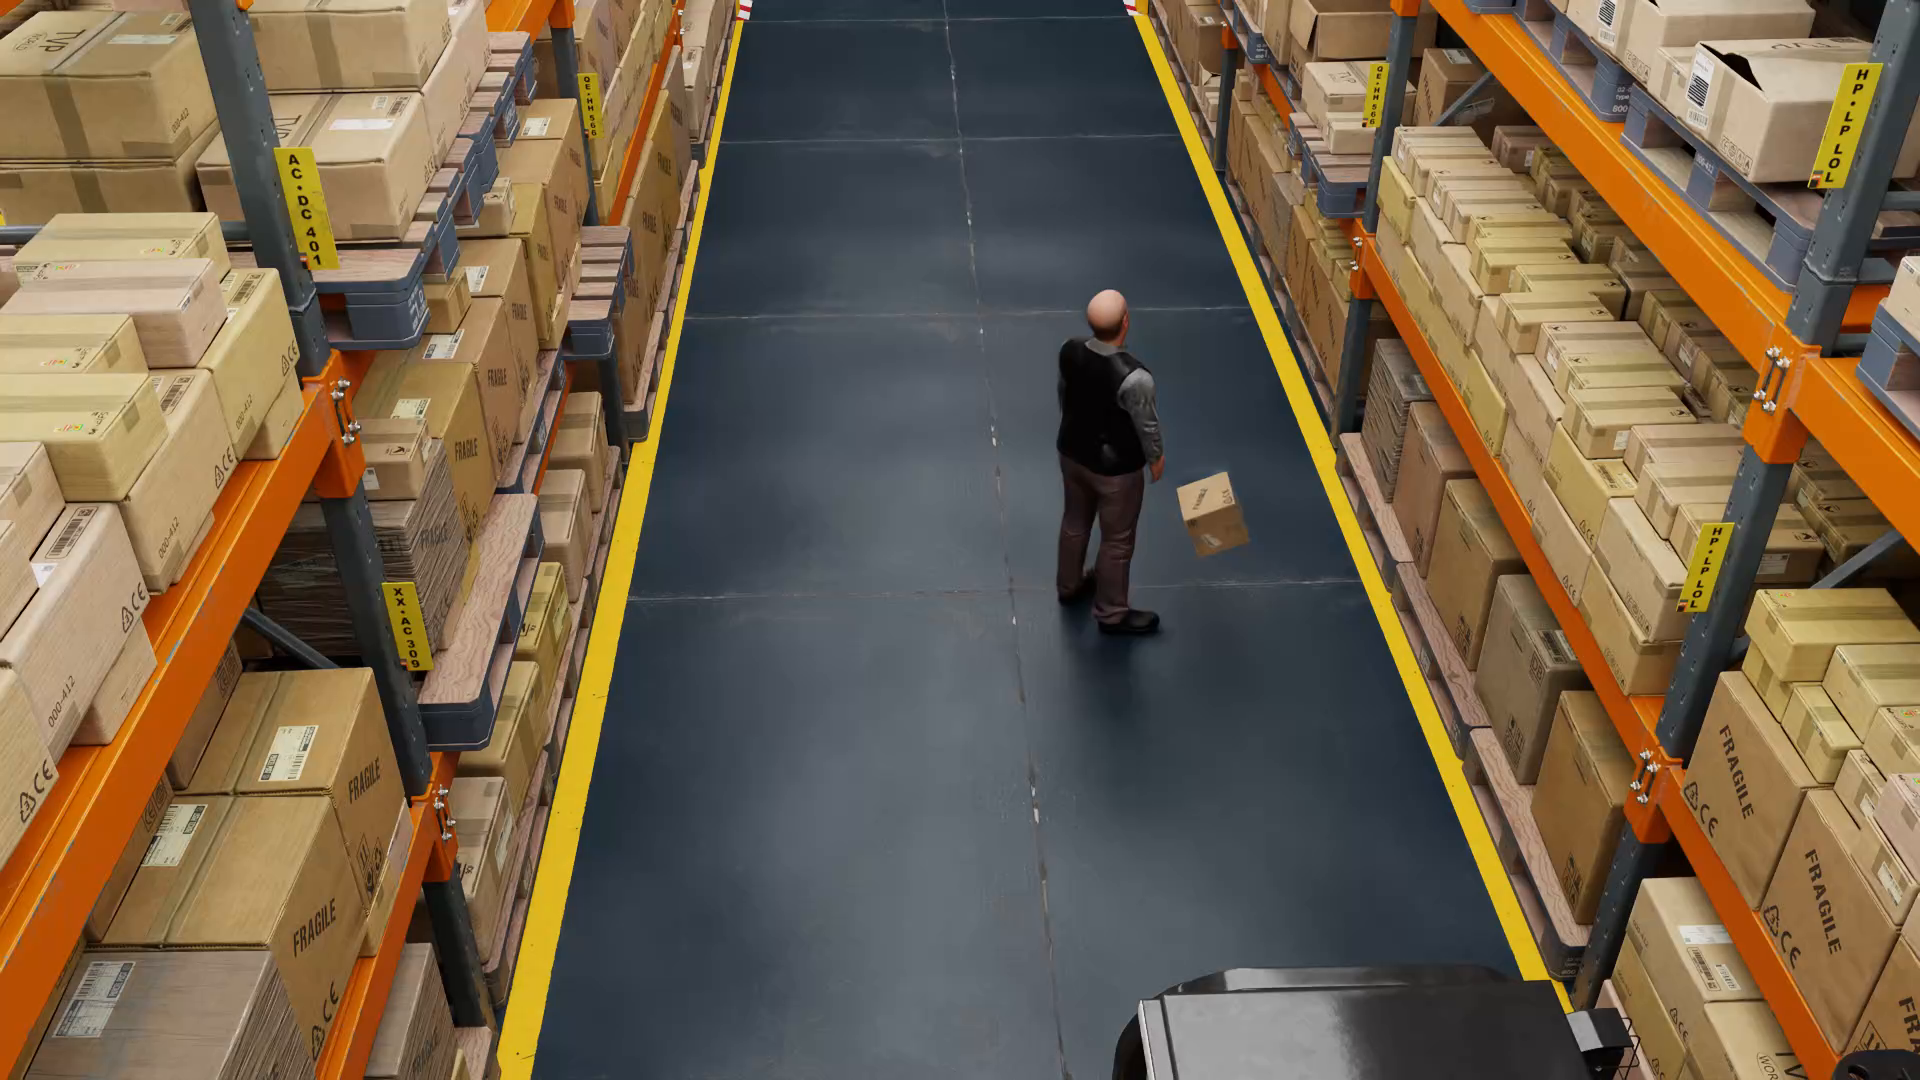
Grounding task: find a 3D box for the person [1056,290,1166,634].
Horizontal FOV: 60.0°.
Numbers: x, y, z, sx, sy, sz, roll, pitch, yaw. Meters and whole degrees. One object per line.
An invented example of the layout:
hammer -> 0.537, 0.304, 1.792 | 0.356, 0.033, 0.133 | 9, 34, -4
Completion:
person -> 0.685, -0.372, 7.661 | 0.401, 1.733, 0.592 | -29, 44, -35
